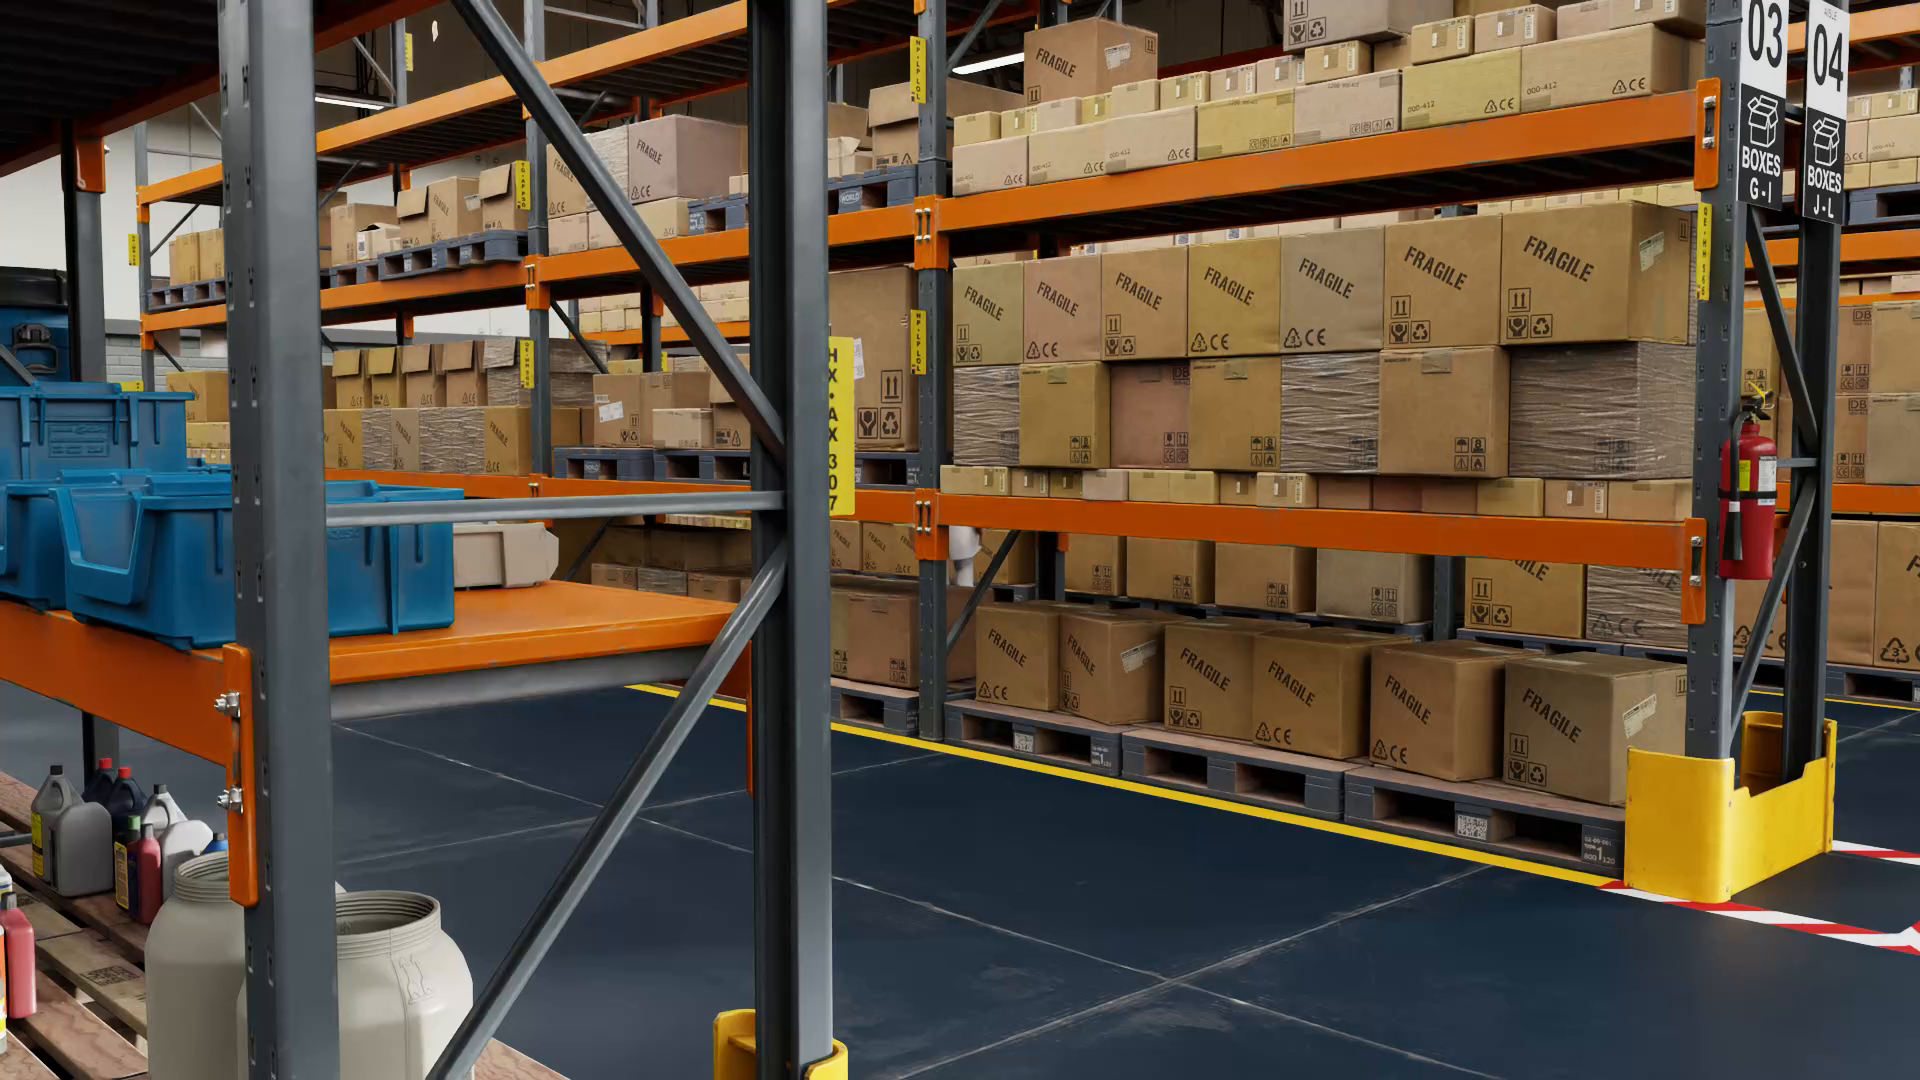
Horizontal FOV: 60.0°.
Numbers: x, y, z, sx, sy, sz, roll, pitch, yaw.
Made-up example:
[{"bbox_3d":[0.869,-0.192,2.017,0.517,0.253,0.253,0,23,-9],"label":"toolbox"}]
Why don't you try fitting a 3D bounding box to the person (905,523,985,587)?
[{"bbox_3d":[-0.116,-0.104,12.521,0.610,1.766,0.525,0,4,-4],"label":"person"}]
